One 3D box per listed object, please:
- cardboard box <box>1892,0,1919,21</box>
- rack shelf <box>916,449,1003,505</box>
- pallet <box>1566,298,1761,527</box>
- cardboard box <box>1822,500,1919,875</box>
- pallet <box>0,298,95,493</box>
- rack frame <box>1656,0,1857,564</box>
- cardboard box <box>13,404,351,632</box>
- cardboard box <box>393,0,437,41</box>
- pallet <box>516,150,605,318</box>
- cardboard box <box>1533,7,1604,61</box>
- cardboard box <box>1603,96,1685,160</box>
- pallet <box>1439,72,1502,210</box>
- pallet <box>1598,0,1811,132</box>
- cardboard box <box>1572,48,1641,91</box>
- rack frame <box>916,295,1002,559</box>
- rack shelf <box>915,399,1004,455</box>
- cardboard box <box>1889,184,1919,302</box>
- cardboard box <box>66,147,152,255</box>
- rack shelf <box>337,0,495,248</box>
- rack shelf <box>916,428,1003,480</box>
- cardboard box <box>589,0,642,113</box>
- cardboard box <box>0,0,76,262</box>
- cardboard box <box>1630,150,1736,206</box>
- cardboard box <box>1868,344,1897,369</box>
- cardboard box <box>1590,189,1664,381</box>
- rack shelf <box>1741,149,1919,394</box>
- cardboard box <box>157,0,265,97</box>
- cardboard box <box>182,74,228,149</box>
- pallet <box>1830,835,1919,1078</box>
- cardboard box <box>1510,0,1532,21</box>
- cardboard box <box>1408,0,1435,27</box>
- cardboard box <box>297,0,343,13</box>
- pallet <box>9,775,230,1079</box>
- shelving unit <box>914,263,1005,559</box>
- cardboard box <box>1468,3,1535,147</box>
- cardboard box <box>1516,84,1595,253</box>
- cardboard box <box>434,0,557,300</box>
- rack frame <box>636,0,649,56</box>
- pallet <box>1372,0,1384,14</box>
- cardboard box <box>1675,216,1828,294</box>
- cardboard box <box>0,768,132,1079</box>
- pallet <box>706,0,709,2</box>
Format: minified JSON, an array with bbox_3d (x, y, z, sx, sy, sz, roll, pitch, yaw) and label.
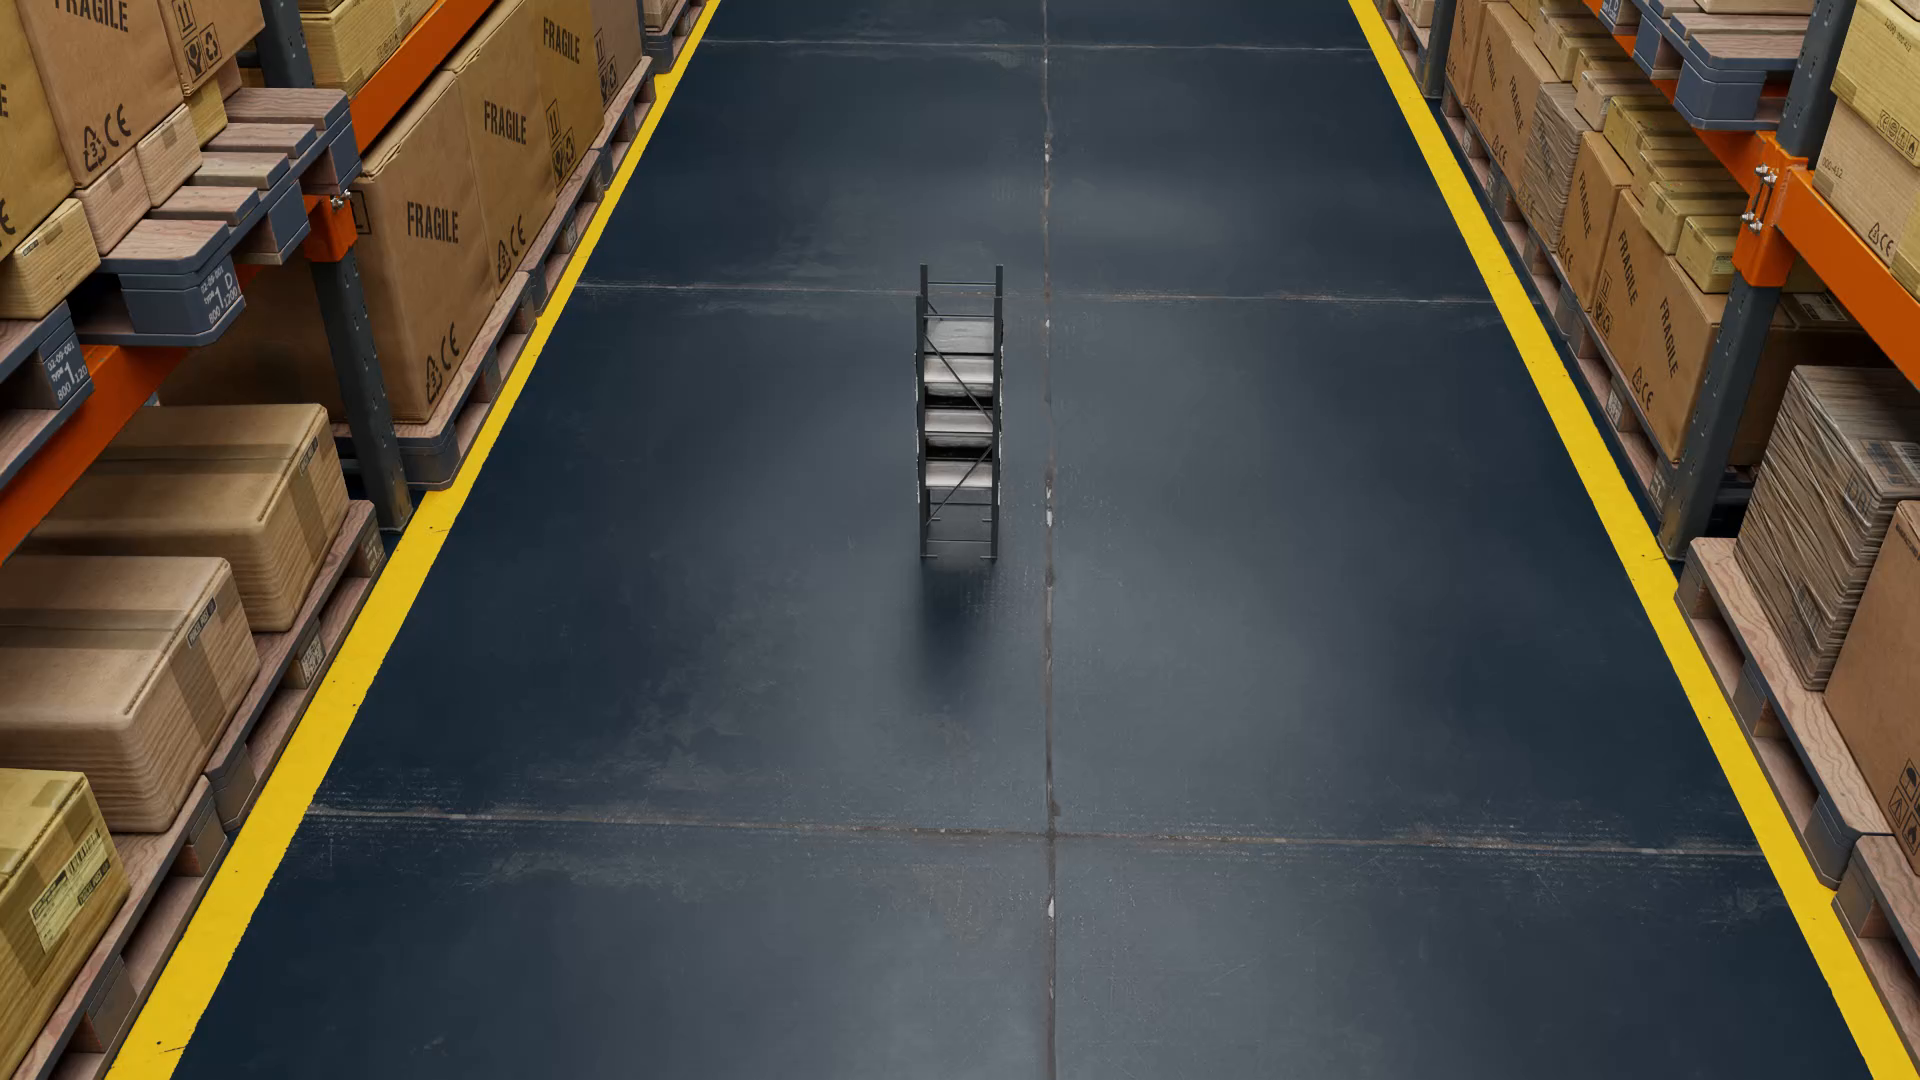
[{"bbox_3d":[2.386,-1.310,3.854,0.380,0.149,0.250,2,35,3],"label":"cardboard box"},{"bbox_3d":[0.000,-0.198,5.121,0.258,0.077,0.200,1,35,2],"label":"rack shelf"},{"bbox_3d":[2.761,-0.467,5.731,1.003,0.211,1.213,1,35,2],"label":"pallet"},{"bbox_3d":[2.636,0.354,3.838,0.875,0.625,0.625,2,35,3],"label":"cardboard box"},{"bbox_3d":[-2.305,-0.075,2.916,1.003,0.211,1.213,1,35,2],"label":"pallet"},{"bbox_3d":[2.693,-1.180,4.320,1.000,3.000,0.127,1,35,2],"label":"rack frame"},{"bbox_3d":[-2.299,-0.065,4.653,0.950,0.372,0.625,-1,35,-1],"label":"cardboard box"},{"bbox_3d":[-1.993,-1.802,5.335,0.500,0.250,0.500,0,35,1],"label":"cardboard box"},{"bbox_3d":[-2.108,-1.302,6.919,1.003,0.211,1.213,1,35,2],"label":"pallet"},{"bbox_3d":[2.596,-2.083,6.850,0.380,0.149,0.250,1,35,2],"label":"cardboard box"},{"bbox_3d":[2.560,-1.486,6.000,0.380,0.149,0.250,1,35,1],"label":"cardboard box"},{"bbox_3d":[2.859,-1.869,7.726,1.003,0.211,1.213,1,35,2],"label":"pallet"},{"bbox_3d":[2.650,-1.492,4.932,1.213,0.211,1.003,1,35,2],"label":"pallet"},{"bbox_3d":[2.602,-1.785,6.426,0.380,0.149,0.250,1,35,2],"label":"cardboard box"},{"bbox_3d":[-0.004,-0.314,4.915,0.240,0.900,0.006,1,35,2],"label":"rack frame"},{"bbox_3d":[0.000,-0.346,5.017,0.258,0.077,0.200,1,35,2],"label":"rack shelf"},{"bbox_3d":[2.406,-0.580,3.597,0.500,0.250,0.500,1,35,1],"label":"cardboard box"},{"bbox_3d":[-1.967,-0.722,3.521,0.380,0.149,0.250,0,35,0],"label":"cardboard box"},{"bbox_3d":[-2.186,-2.147,6.322,1.077,0.370,4.000,1,35,2],"label":"rack shelf"},{"bbox_3d":[0.000,-0.272,5.069,0.258,0.077,0.200,1,35,2],"label":"rack shelf"},{"bbox_3d":[-2.051,-2.535,7.731,0.875,0.875,0.875,2,35,3],"label":"cardboard box"},{"bbox_3d":[-2.036,-0.772,3.029,0.500,0.500,0.500,-1,35,-1],"label":"cardboard box"},{"bbox_3d":[2.495,-1.192,5.581,0.380,0.149,0.250,0,35,0],"label":"cardboard box"},{"bbox_3d":[2.990,-0.565,5.253,0.500,0.500,0.500,3,35,4],"label":"cardboard box"},{"bbox_3d":[2.526,-0.864,5.679,0.500,0.500,0.500,1,35,1],"label":"cardboard box"},{"bbox_3d":[2.613,0.264,2.892,1.077,0.370,4.000,1,35,2],"label":"rack shelf"},{"bbox_3d":[-2.007,-1.359,3.864,0.500,0.500,0.500,0,35,1],"label":"cardboard box"},{"bbox_3d":[-1.983,-1.012,3.934,0.380,0.149,0.250,2,35,3],"label":"cardboard box"},{"bbox_3d":[2.569,1.132,3.455,1.003,0.211,1.213,1,35,2],"label":"pallet"},{"bbox_3d":[2.641,-2.384,7.278,0.380,0.149,0.250,0,35,-1],"label":"cardboard box"},{"bbox_3d":[2.583,-2.810,8.754,0.380,0.149,0.250,0,35,0],"label":"cardboard box"},{"bbox_3d":[-1.999,-1.721,4.785,0.500,0.250,0.500,1,35,2],"label":"cardboard box"},{"bbox_3d":[-2.351,0.997,3.648,1.003,0.211,1.213,1,35,2],"label":"pallet"},{"bbox_3d":[0.000,-0.373,4.998,0.258,0.900,0.210,1,35,2],"label":"shelving unit"},{"bbox_3d":[2.598,-2.048,7.364,0.500,0.500,0.500,1,35,1],"label":"cardboard box"},{"bbox_3d":[2.547,-1.464,6.533,0.500,0.500,0.500,0,35,0],"label":"cardboard box"},{"bbox_3d":[-2.116,-1.502,6.261,0.875,0.875,0.875,2,35,2],"label":"cardboard box"},{"bbox_3d":[-2.106,-3.590,7.750,1.000,3.000,0.127,1,35,2],"label":"rack frame"},{"bbox_3d":[2.929,-3.434,9.953,1.003,0.211,1.213,1,35,2],"label":"pallet"},{"bbox_3d":[2.460,-0.884,5.143,0.380,0.149,0.250,0,35,0],"label":"cardboard box"},{"bbox_3d":[-2.357,0.795,3.430,0.950,0.372,0.625,2,35,3],"label":"cardboard box"},{"bbox_3d":[-1.951,-3.587,10.171,1.003,0.211,1.213,1,35,2],"label":"pallet"}]
